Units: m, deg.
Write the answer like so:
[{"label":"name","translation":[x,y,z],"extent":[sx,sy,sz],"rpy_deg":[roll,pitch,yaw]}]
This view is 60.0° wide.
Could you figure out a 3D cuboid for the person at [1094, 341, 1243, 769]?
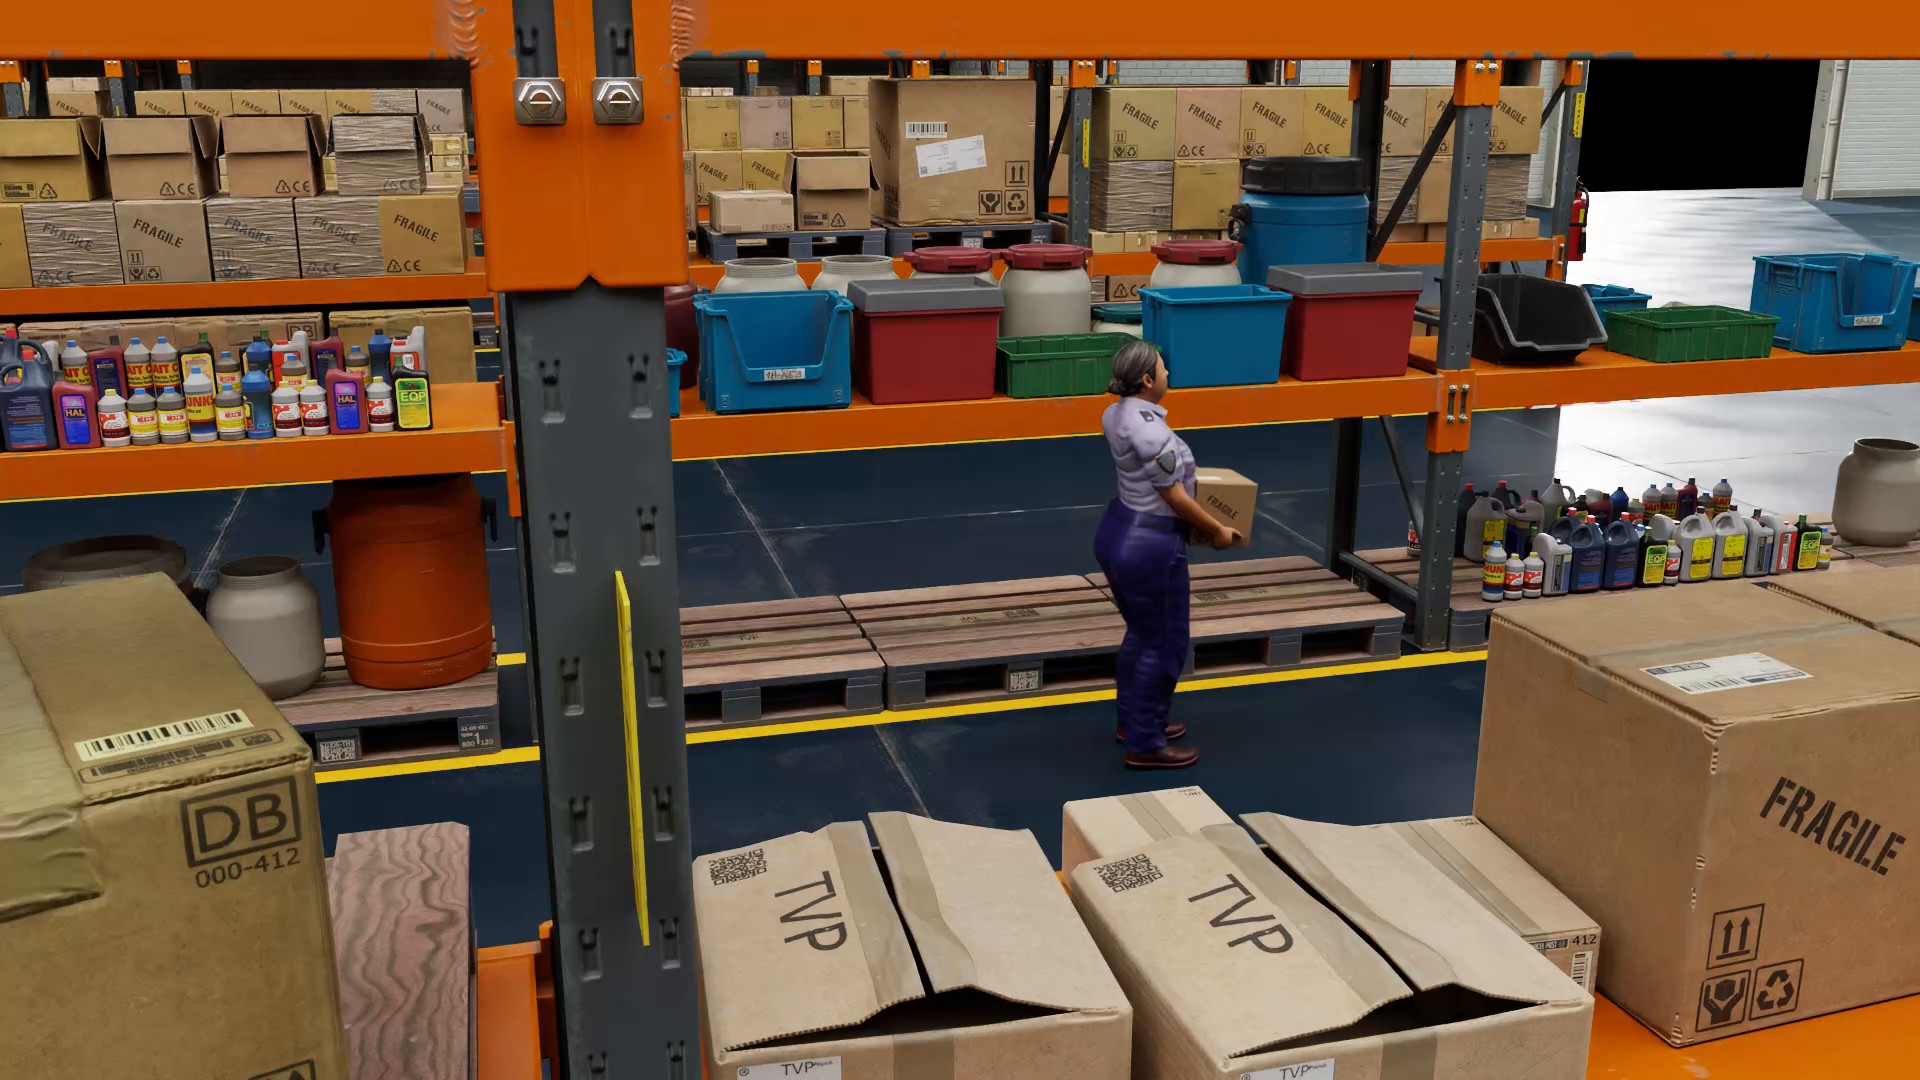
[{"label":"person","translation":[0.790,0.051,6.417],"extent":[0.518,1.625,0.460],"rpy_deg":[-5,17,-15]}]
